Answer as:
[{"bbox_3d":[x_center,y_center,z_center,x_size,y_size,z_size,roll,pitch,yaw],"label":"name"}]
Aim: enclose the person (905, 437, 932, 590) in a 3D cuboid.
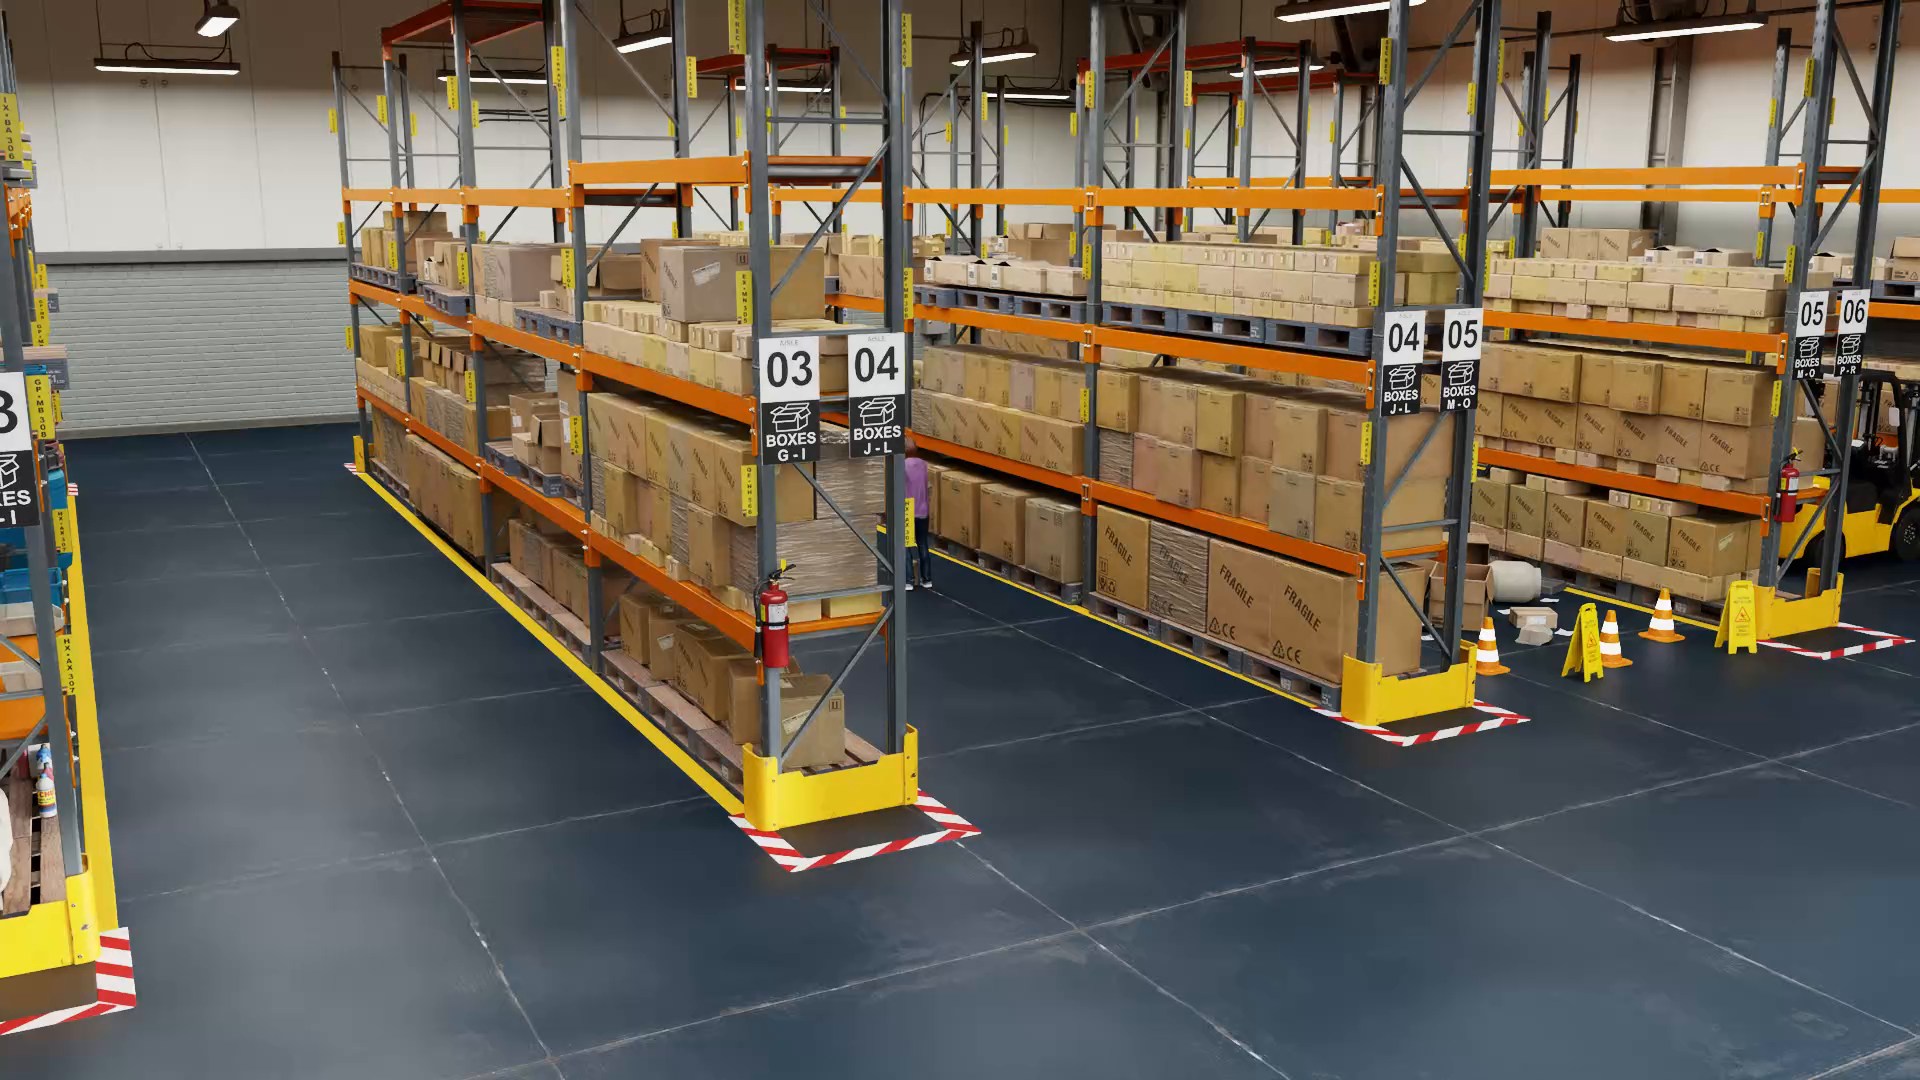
[{"bbox_3d":[-0.495,-0.272,17.271,0.484,1.594,0.340,-7,14,-31],"label":"person"}]
